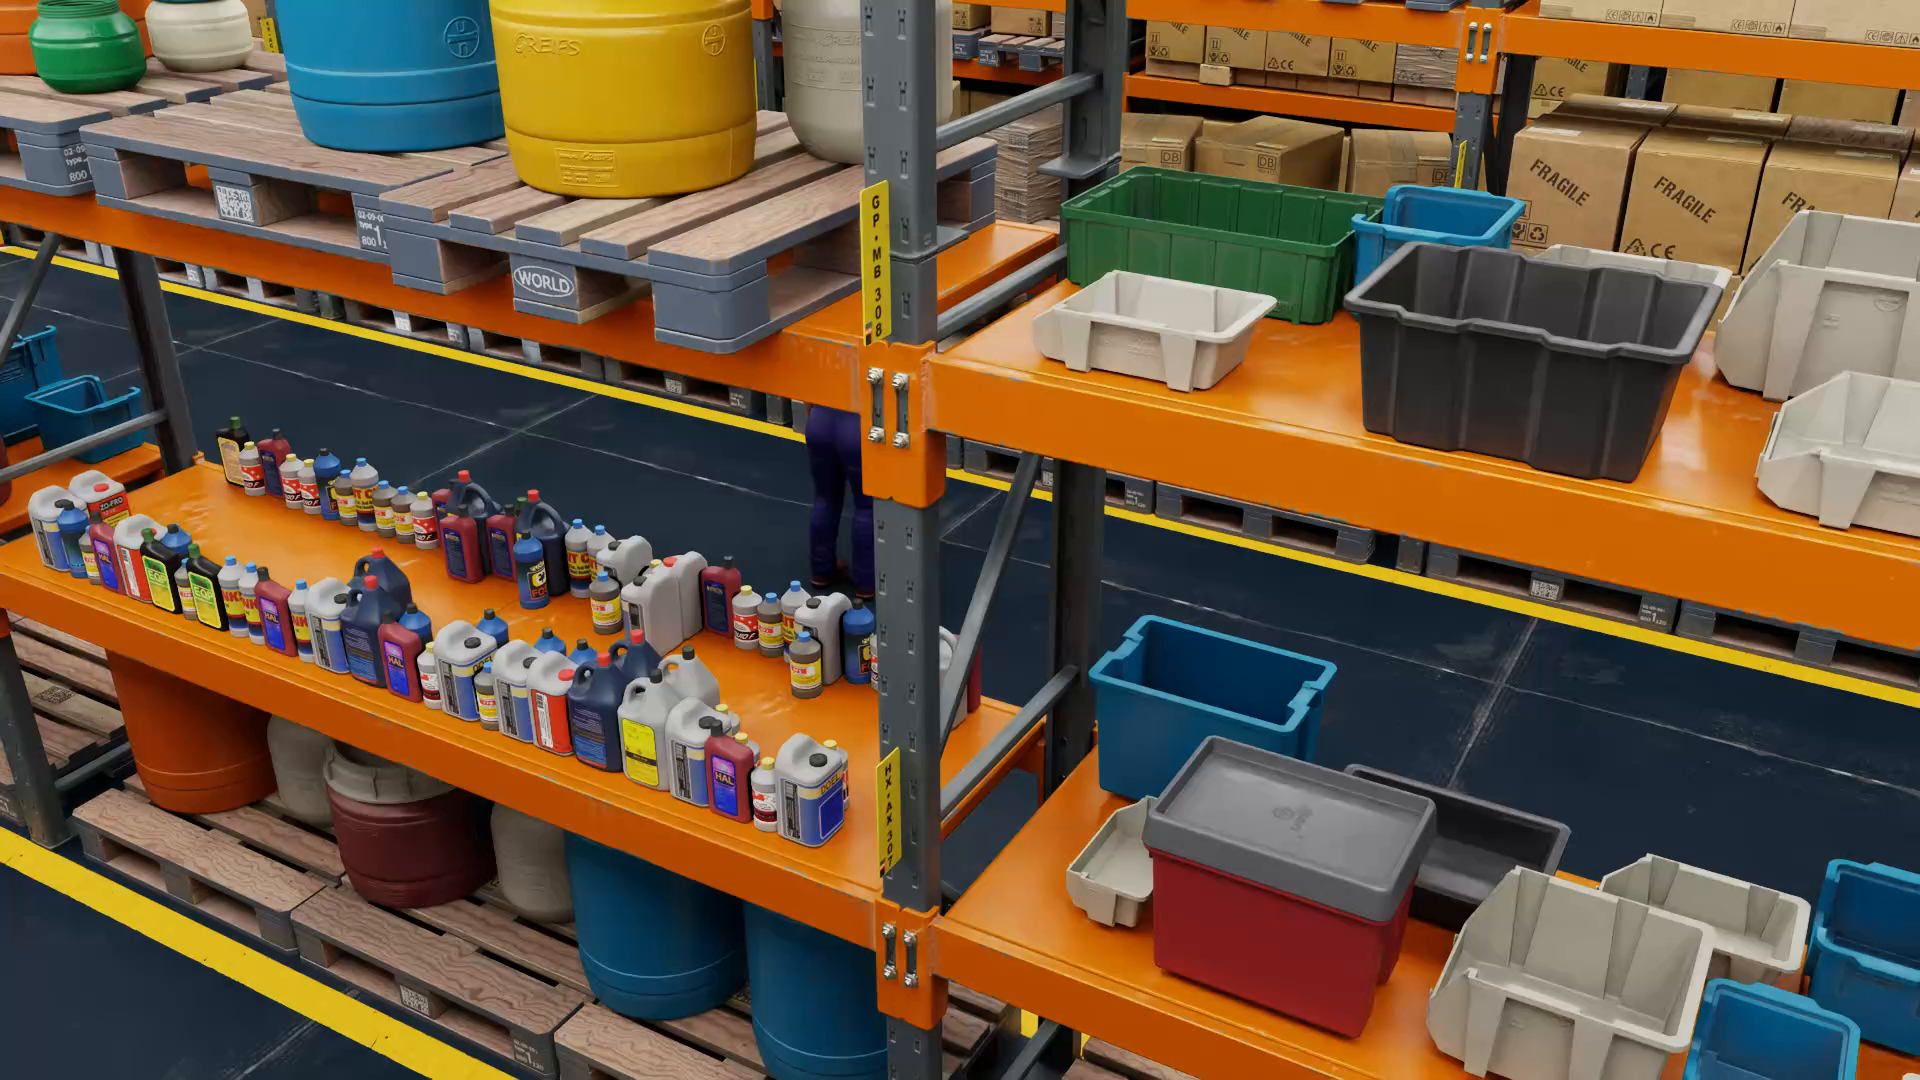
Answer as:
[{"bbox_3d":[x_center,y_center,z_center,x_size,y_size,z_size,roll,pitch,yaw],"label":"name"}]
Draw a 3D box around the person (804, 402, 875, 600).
[{"bbox_3d":[-0.559,-0.515,8.164,0.466,1.647,0.345,15,30,27],"label":"person"}]
